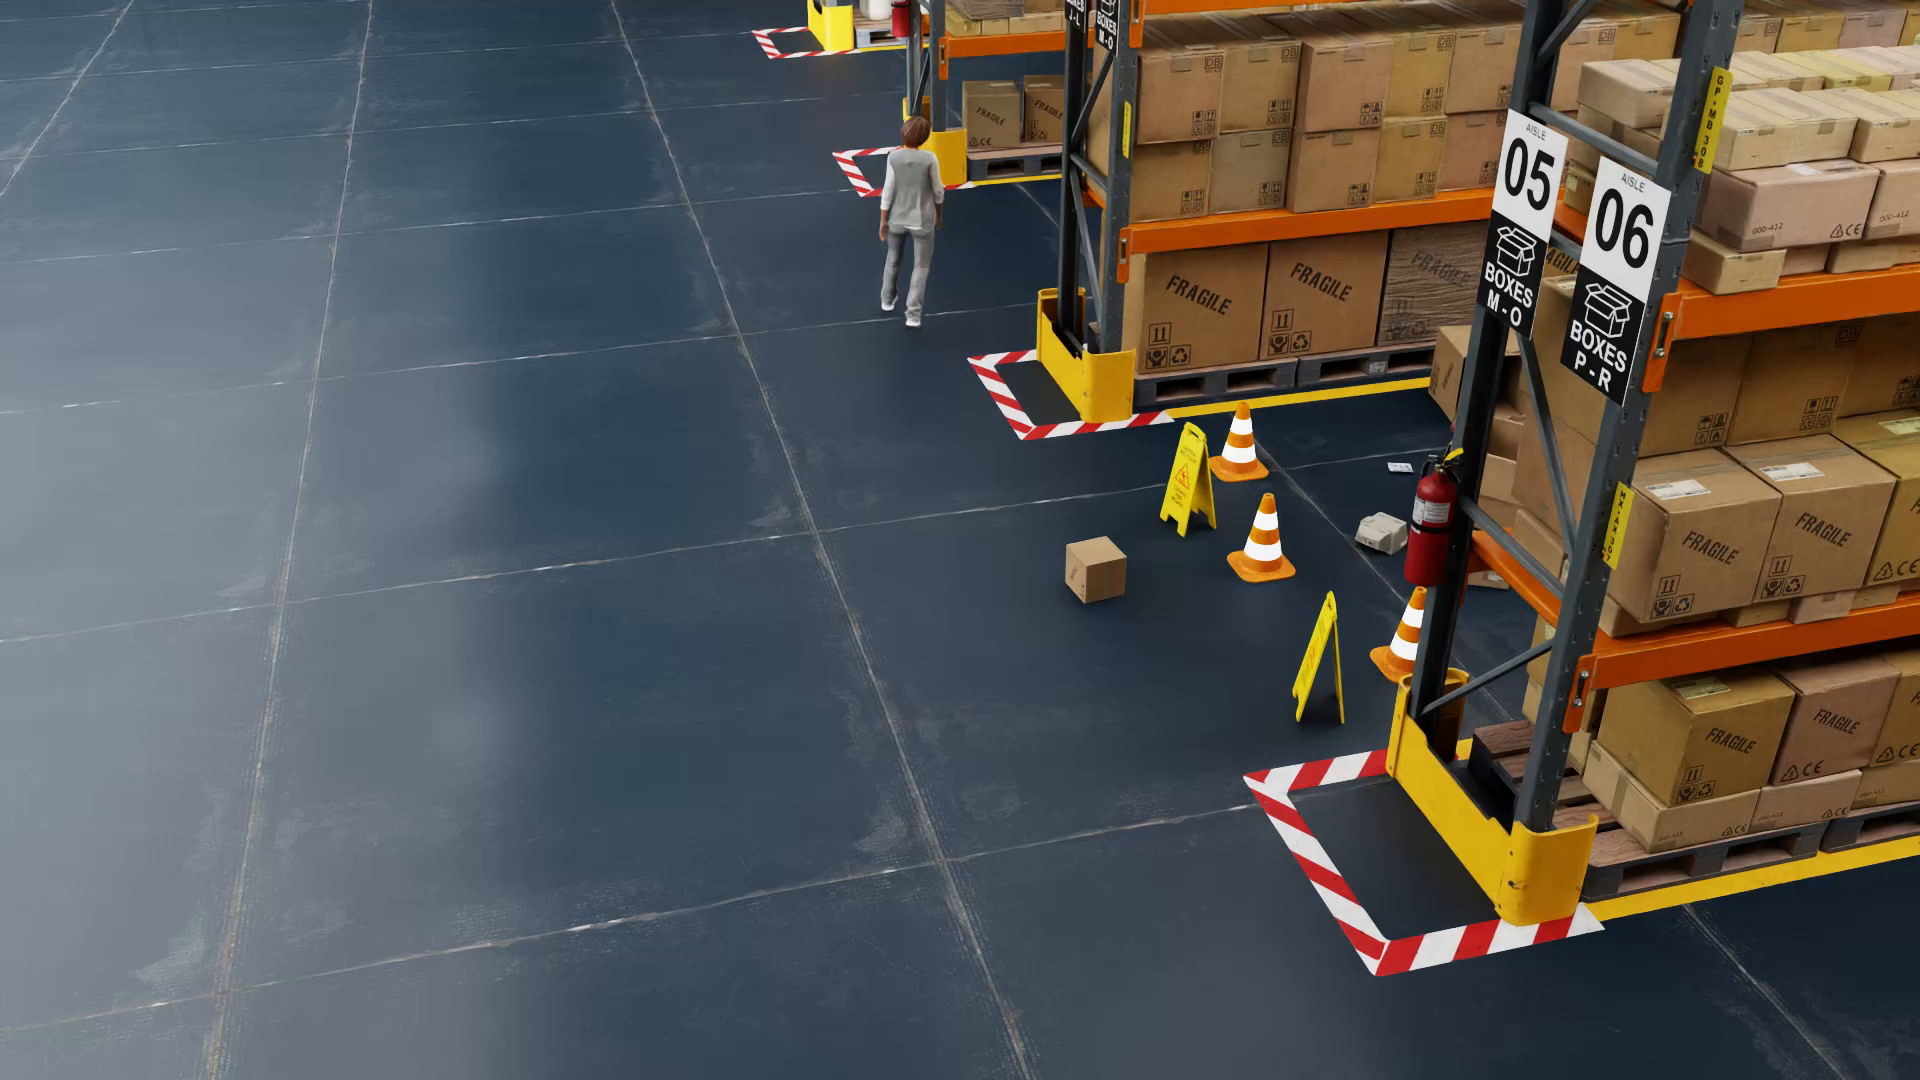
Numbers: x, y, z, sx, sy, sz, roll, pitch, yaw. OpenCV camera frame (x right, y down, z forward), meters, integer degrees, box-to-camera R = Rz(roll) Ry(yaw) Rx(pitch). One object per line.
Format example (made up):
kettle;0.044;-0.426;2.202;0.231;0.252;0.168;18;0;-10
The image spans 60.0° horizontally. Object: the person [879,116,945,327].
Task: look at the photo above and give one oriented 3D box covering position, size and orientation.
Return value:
person;-0.371;-2.334;12.163;0.512;1.544;0.800;4;31;7
